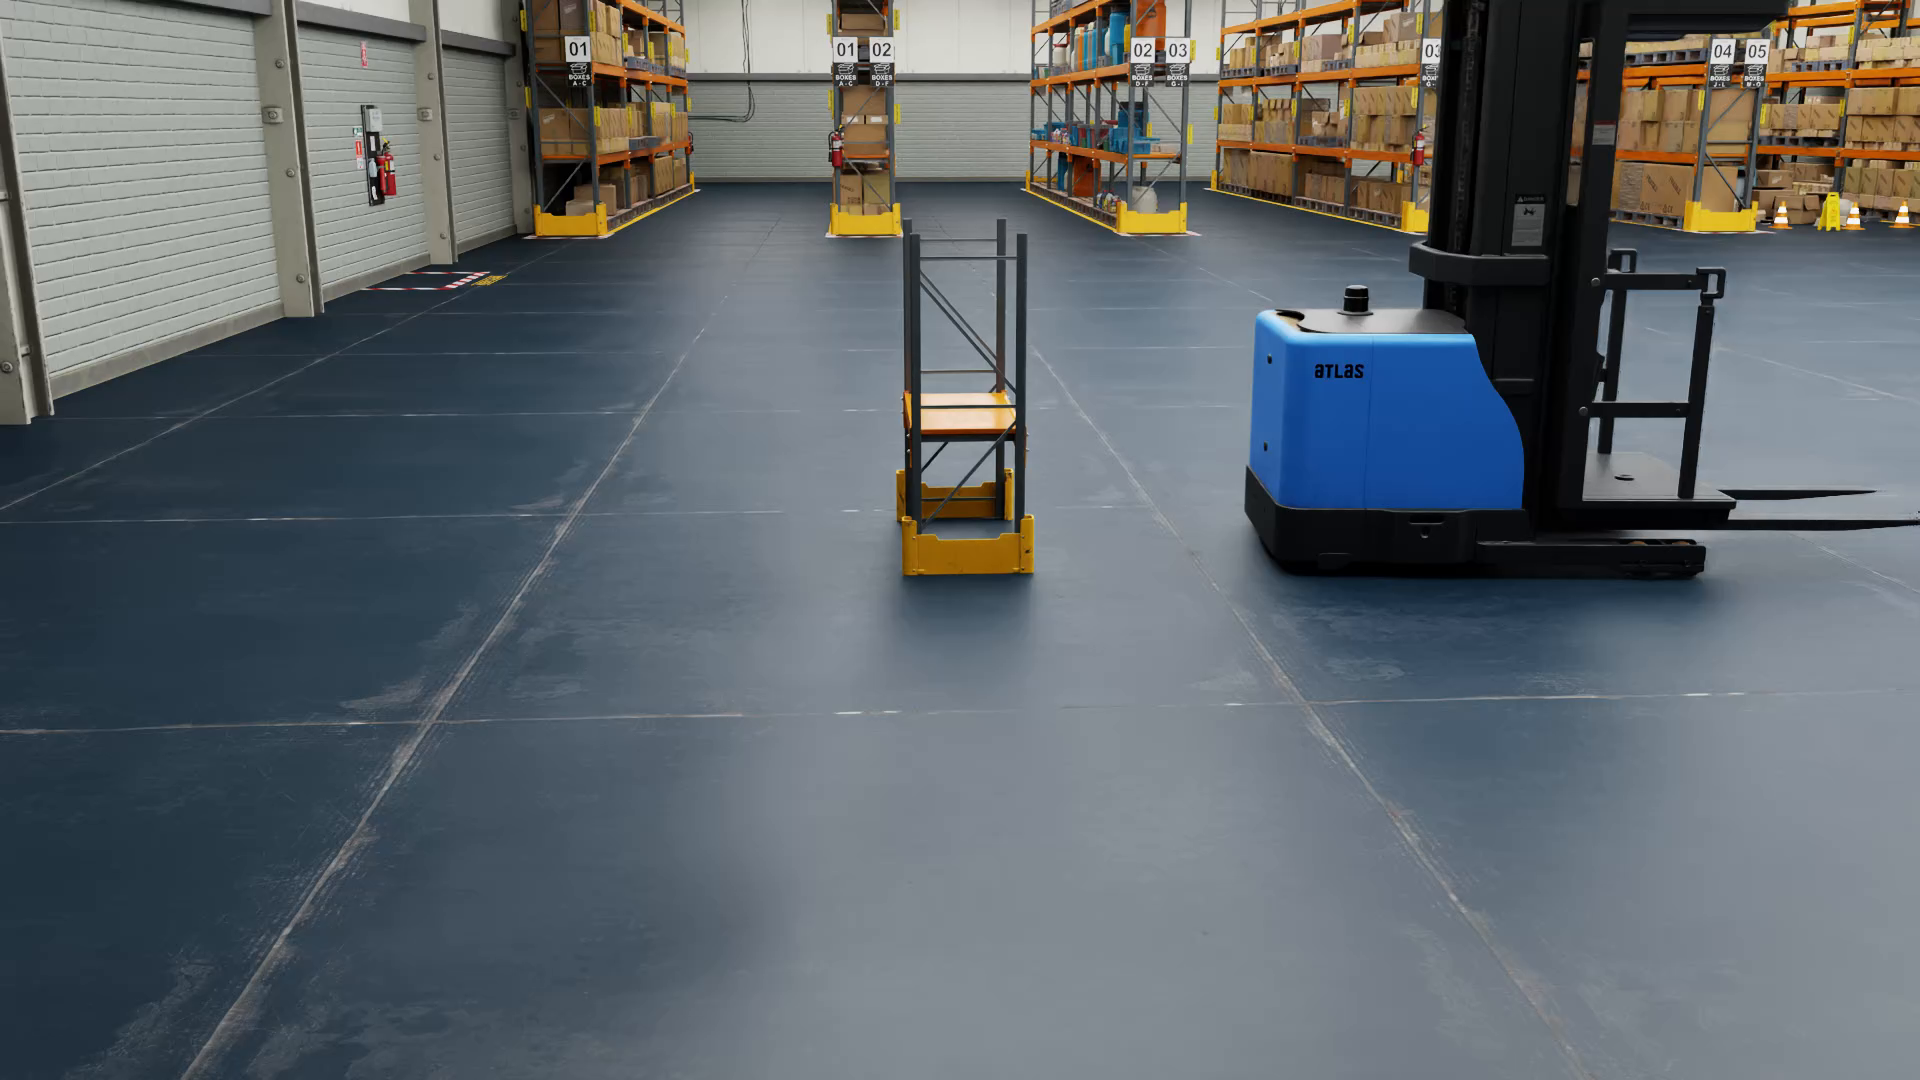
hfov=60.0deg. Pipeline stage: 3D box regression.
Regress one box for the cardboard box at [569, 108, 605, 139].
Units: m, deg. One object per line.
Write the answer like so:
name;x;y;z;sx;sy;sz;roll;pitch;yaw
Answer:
cardboard box;-6.275;-7.004;27.985;0.500;0.500;0.500;-1;14;-3

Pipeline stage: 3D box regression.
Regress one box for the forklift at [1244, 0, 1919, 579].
forklift;2.926;-1.379;7.505;3.031;2.935;1.130;0;14;1

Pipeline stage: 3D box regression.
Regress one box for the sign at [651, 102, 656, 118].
sign;-6.500;-9.103;35.222;0.100;0.325;0.005;-1;14;-3

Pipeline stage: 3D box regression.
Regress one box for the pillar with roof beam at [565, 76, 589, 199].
pillar with roof beam;-3.527;-11.205;33.517;9.100;9.000;0.400;-1;14;-3

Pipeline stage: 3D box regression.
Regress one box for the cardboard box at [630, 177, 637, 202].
cardboard box;-6.969;-7.141;33.895;0.700;0.500;0.500;-1;14;-4

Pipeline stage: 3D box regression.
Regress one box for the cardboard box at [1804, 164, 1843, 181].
cardboard box;22.161;-9.388;42.666;0.700;0.500;0.500;-1;14;-6

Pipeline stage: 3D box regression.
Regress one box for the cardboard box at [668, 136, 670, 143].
cardboard box;-6.946;-9.311;38.658;0.380;0.149;0.250;-1;14;-2

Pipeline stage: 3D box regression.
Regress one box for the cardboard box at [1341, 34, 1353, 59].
cardboard box;8.049;-9.864;33.272;0.797;0.503;0.637;0;14;-1

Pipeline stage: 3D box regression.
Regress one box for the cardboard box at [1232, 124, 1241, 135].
cardboard box;7.159;-10.353;41.949;0.500;0.250;0.500;-1;14;-5

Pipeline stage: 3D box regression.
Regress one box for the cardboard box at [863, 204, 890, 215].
cardboard box;-1.413;-5.666;28.705;0.500;0.250;0.500;-1;14;-3

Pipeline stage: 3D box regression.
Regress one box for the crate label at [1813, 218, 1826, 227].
crate label;15.665;-5.756;30.124;0.250;0.136;0.298;-9;17;-32

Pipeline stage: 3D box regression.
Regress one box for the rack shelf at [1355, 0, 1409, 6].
rack shelf;8.162;-9.863;29.750;1.077;0.370;4.000;-1;14;-3

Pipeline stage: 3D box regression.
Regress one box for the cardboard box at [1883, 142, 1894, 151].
cardboard box;17.698;-7.434;31.405;0.380;0.149;0.250;-1;14;-3

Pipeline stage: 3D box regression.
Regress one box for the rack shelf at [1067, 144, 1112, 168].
rack shelf;2.971;-7.877;34.066;1.077;0.370;4.000;-1;14;-3

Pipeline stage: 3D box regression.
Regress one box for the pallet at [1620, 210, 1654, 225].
pallet;13.043;-6.011;30.966;1.003;0.211;1.213;-1;14;-3

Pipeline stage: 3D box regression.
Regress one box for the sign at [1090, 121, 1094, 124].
sign;3.148;-9.860;39.773;0.100;0.325;0.005;-1;14;-3

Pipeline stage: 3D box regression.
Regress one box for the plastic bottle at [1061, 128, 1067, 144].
plastic bottle;2.357;-9.118;37.542;0.144;0.351;0.185;-1;14;-3

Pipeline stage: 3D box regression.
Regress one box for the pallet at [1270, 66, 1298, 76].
pallet;7.625;-10.598;37.556;1.003;0.211;1.213;0;14;-1

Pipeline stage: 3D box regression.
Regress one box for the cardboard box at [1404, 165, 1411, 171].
cardboard box;11.945;-9.816;43.841;0.380;0.149;0.250;-2;15;-6

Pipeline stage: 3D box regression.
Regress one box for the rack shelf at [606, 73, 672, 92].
rack shelf;-7.165;-10.172;36.964;1.077;0.370;4.000;-1;14;-3

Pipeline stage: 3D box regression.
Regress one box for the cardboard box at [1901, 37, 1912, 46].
cardboard box;17.758;-9.268;30.913;0.380;0.149;0.250;-1;14;-4

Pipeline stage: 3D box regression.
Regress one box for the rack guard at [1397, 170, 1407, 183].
rack guard;12.256;-9.611;44.377;1.175;0.500;0.348;-1;14;-3

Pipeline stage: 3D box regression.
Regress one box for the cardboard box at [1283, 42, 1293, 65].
cardboard box;7.539;-10.868;37.183;0.500;0.500;0.500;0;14;0

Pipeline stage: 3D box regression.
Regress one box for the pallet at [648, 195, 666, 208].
pallet;-7.015;-7.417;36.429;1.003;0.211;1.213;-1;14;-3

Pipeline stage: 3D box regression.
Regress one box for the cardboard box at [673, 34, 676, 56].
cardboard box;-7.091;-11.869;39.871;0.500;0.500;0.500;-1;14;-5

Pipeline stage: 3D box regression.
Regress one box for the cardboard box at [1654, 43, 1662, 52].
cardboard box;12.790;-8.901;30.042;0.380;0.149;0.250;-1;14;-3

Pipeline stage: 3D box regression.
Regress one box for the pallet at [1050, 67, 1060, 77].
pallet;2.745;-10.886;38.674;1.213;0.211;1.003;-1;14;-3

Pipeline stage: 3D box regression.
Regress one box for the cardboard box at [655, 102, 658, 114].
cardboard box;-6.846;-9.386;36.143;0.500;0.250;0.500;-1;14;-4

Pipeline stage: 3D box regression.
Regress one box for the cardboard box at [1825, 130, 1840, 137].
cardboard box;17.622;-8.163;33.395;0.380;0.149;0.250;-1;14;-3

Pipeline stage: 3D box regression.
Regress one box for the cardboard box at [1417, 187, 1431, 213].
cardboard box;8.264;-5.958;29.338;0.500;0.500;0.500;2;15;7

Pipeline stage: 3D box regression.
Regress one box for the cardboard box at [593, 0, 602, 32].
cardboard box;-6.308;-8.801;27.944;0.500;0.500;0.500;-1;14;-4

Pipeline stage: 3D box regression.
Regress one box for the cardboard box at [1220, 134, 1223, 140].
cardboard box;7.005;-10.510;43.360;0.380;0.149;0.250;-1;14;-4

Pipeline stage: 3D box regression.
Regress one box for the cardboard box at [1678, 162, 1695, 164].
cardboard box;17.616;-8.744;39.413;0.875;0.875;0.875;0;14;-2

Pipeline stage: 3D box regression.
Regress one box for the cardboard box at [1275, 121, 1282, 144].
cardboard box;7.452;-9.220;37.640;0.500;0.500;0.500;-1;14;-5

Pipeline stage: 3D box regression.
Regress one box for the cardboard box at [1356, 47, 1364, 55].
cardboard box;7.751;-9.292;31.603;0.380;0.149;0.250;-1;14;-5

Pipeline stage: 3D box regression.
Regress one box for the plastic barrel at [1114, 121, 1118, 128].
plastic barrel;3.254;-8.035;32.964;0.433;0.535;0.433;0;14;0

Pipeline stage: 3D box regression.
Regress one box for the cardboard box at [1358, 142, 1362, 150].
cardboard box;7.797;-7.501;31.663;0.380;0.149;0.250;-1;14;-3

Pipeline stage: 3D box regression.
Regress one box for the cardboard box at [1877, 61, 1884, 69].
cardboard box;17.790;-9.081;31.787;0.380;0.149;0.250;-1;14;-3

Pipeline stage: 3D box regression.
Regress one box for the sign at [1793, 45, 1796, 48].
sign;18.223;-10.663;36.394;0.100;0.325;0.005;-1;14;-3

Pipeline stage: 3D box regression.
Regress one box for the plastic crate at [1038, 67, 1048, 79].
plastic crate;2.181;-11.552;41.122;0.437;0.282;0.530;-1;14;-3

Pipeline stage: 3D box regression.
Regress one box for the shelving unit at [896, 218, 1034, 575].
shelving unit;0.005;-0.707;7.766;0.587;1.500;1.083;-1;14;-3

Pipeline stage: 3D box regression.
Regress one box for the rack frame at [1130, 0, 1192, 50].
rack frame;3.343;-9.639;27.429;1.000;3.000;0.127;-1;14;-3

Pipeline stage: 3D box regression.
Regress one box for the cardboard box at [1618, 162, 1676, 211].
cardboard box;13.024;-6.649;31.269;0.875;0.875;0.875;-1;14;-3

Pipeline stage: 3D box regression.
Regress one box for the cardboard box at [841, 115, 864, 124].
cardboard box;-1.815;-7.113;28.148;0.380;0.149;0.250;-1;14;-4

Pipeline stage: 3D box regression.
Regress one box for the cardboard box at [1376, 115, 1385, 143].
cardboard box;8.121;-7.512;30.404;0.875;0.500;0.500;-1;14;-3

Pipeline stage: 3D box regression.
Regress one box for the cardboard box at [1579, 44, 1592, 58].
cardboard box;12.699;-9.792;33.301;0.500;0.250;0.500;-1;14;-4

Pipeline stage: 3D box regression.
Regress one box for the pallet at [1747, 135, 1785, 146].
pallet;17.832;-8.684;36.143;1.213;0.211;1.003;-1;14;-3

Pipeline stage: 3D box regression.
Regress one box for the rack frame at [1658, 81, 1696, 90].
rack frame;17.434;-9.947;40.668;1.000;3.000;0.127;-1;14;-3

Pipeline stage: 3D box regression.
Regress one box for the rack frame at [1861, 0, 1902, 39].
rack frame;22.387;-12.930;40.222;1.000;3.000;0.127;-1;14;-3

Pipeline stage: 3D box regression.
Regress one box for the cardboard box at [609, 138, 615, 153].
cardboard box;-6.331;-6.900;29.083;0.500;0.250;0.500;-1;14;-4

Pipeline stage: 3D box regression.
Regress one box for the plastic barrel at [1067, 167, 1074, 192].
plastic barrel;2.730;-8.161;37.721;0.600;0.588;0.708;-1;14;-3

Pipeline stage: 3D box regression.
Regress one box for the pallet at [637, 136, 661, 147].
pallet;-6.891;-8.302;34.657;1.213;0.211;1.003;-1;14;-3

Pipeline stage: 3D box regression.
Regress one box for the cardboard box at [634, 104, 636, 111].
cardboard box;-6.990;-9.060;34.835;0.380;0.149;0.250;-3;15;-11

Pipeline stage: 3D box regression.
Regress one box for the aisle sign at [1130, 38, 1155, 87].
aisle sign;3.051;-7.970;27.765;0.394;0.787;0.004;-1;14;-3

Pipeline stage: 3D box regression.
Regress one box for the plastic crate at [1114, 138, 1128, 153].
plastic crate;2.978;-6.943;29.289;0.499;0.251;0.408;-1;14;-3

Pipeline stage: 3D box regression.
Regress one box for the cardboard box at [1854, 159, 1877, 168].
cardboard box;17.644;-7.324;32.340;0.380;0.149;0.250;-1;14;-3
